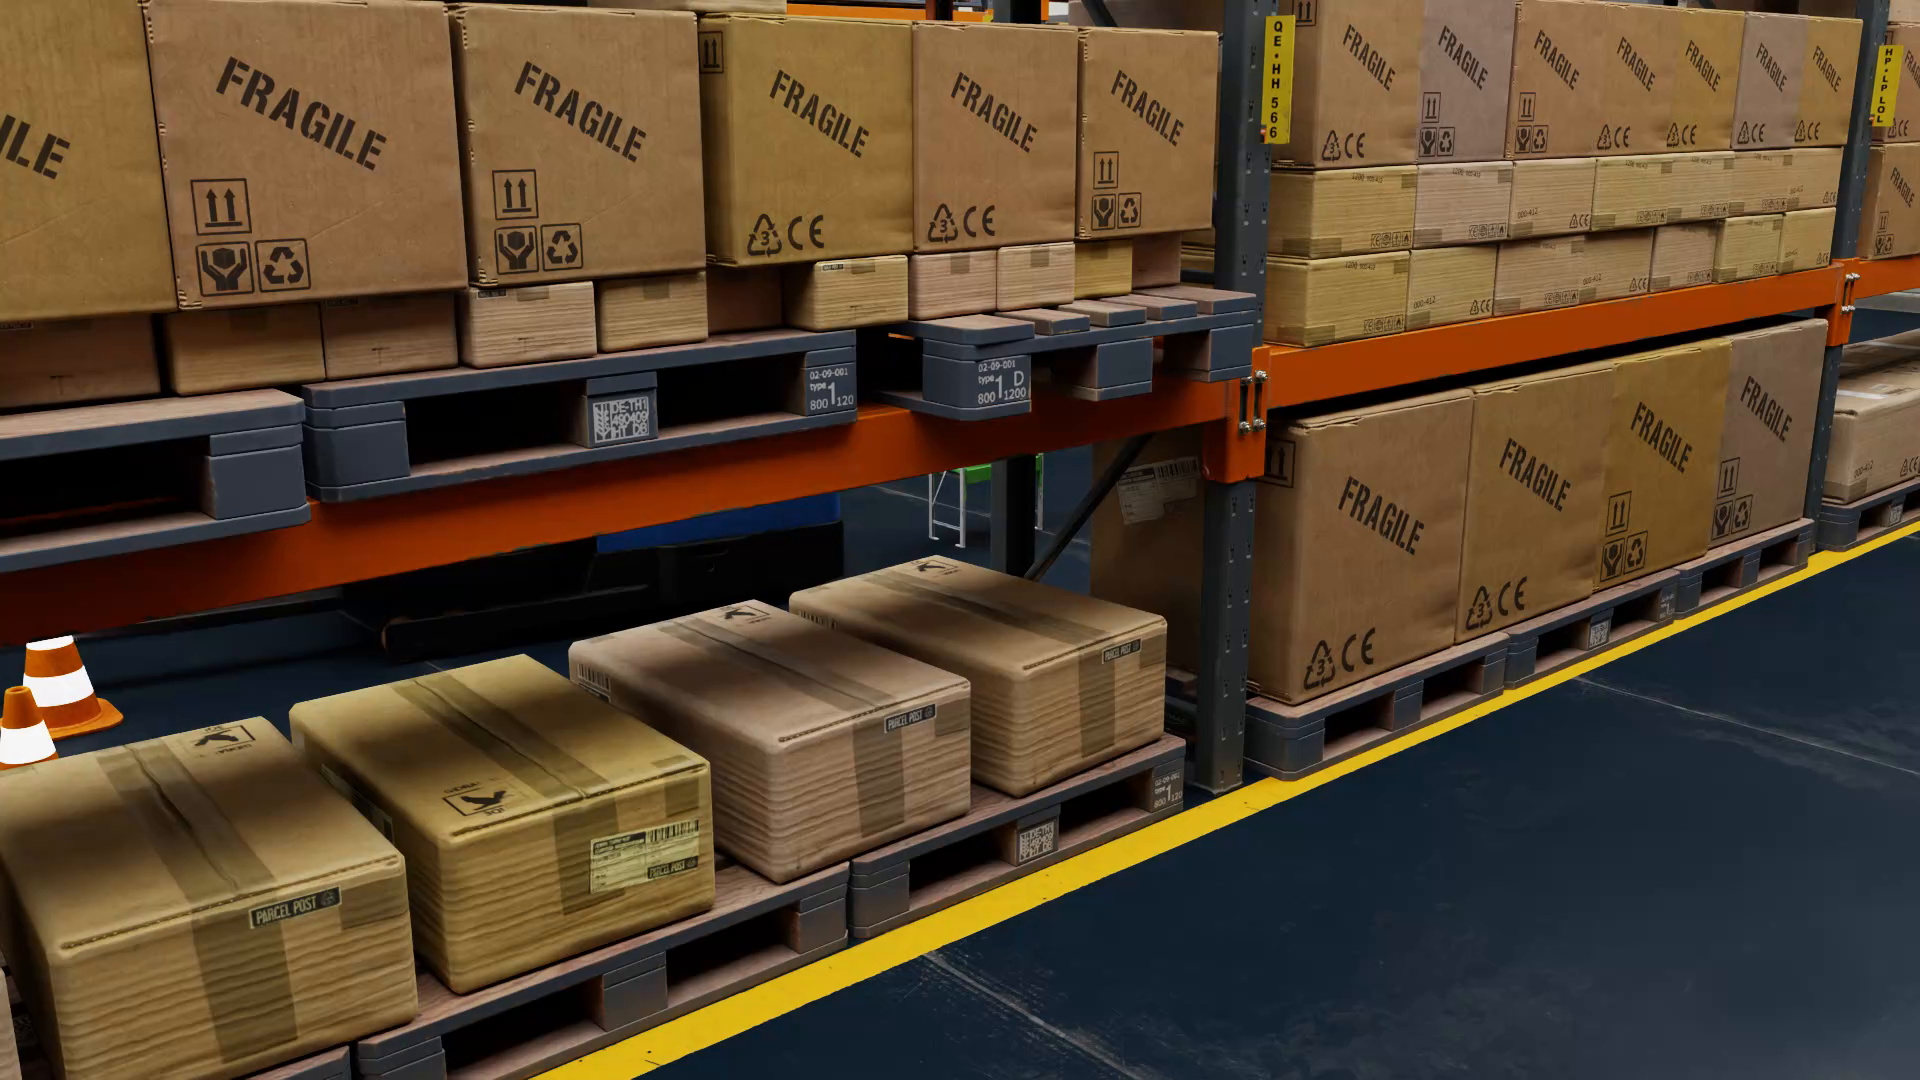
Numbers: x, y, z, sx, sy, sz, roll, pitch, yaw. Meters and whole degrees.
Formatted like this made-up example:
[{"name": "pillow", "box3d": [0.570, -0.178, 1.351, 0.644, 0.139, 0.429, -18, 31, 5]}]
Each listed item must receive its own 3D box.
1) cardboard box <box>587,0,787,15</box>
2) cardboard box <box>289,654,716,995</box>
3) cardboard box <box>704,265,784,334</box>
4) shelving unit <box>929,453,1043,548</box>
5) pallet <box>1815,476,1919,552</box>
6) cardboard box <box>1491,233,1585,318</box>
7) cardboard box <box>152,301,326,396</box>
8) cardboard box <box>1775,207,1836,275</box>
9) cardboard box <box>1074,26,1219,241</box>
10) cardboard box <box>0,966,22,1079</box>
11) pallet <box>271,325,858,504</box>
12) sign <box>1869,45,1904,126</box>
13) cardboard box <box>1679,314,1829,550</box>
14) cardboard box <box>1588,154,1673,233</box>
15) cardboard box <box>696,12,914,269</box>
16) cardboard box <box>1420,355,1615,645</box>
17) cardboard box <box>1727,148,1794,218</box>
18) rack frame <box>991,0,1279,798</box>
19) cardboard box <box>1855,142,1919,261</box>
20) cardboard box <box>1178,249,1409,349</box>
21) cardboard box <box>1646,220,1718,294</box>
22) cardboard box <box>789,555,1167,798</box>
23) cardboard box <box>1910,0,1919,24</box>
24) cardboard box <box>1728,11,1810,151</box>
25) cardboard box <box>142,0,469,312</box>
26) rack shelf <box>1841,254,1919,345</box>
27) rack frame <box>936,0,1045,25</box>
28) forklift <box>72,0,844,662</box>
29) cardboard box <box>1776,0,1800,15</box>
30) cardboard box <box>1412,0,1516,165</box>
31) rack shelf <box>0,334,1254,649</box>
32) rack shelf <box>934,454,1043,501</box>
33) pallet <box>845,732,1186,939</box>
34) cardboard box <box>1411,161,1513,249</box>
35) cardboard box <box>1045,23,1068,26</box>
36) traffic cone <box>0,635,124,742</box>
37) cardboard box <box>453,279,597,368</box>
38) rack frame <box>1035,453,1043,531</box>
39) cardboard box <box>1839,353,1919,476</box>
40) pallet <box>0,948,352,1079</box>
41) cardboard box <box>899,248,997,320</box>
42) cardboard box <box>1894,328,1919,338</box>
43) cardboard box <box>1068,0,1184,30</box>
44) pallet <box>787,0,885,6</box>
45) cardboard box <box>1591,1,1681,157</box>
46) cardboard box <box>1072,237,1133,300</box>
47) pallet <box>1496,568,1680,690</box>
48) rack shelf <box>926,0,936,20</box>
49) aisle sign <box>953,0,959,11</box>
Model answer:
[{"name": "cardboard box", "box3d": [-0.577, -1.172, 3.485, 0.250, 0.149, 0.380, -14, 20, -42]}, {"name": "cardboard box", "box3d": [-1.088, 0.618, 3.901, 0.625, 0.372, 0.950, -12, 19, -38]}, {"name": "cardboard box", "box3d": [-0.602, -0.557, 3.695, 0.250, 0.149, 0.380, -12, 19, -39]}, {"name": "shelving unit", "box3d": [0.125, -0.608, 7.700, 0.503, 1.200, 0.258, -13, 19, -39]}, {"name": "pallet", "box3d": [4.115, -0.240, 8.240, 1.213, 0.211, 1.003, -13, 19, -39]}, {"name": "cardboard box", "box3d": [1.782, -0.936, 5.731, 0.500, 0.250, 0.500, -12, 19, -38]}, {"name": "cardboard box", "box3d": [-1.342, -0.371, 2.999, 0.250, 0.149, 0.380, -12, 19, -39]}, {"name": "cardboard box", "box3d": [3.317, -1.276, 7.006, 0.500, 0.250, 0.500, -13, 20, -41]}, {"name": "cardboard box", "box3d": [0.312, -1.060, 4.321, 0.500, 0.500, 0.500, -13, 20, -41]}, {"name": "cardboard box", "box3d": [-2.151, 0.859, 3.000, 0.625, 0.372, 0.950, -12, 19, -39]}, {"name": "pallet", "box3d": [-0.994, -0.360, 3.657, 1.213, 0.211, 1.003, -13, 19, -39]}, {"name": "sign", "box3d": [3.853, -1.891, 6.926, 0.005, 0.325, 0.100, -13, 19, -39]}, {"name": "cardboard box", "box3d": [3.074, -0.529, 7.223, 0.875, 0.875, 0.875, -12, 19, -38]}, {"name": "cardboard box", "box3d": [2.182, -1.256, 5.960, 0.500, 0.250, 0.500, -12, 19, -38]}, {"name": "cardboard box", "box3d": [-0.451, -0.884, 3.665, 0.500, 0.500, 0.500, -14, 21, -43]}, {"name": "cardboard box", "box3d": [1.723, -0.224, 6.078, 0.875, 0.875, 0.875, -12, 19, -39]}, {"name": "cardboard box", "box3d": [2.944, -1.435, 6.630, 0.500, 0.250, 0.500, -12, 19, -38]}, {"name": "rack frame", "box3d": [0.472, -0.796, 4.918, 0.127, 3.000, 1.000, -13, 19, -39]}, {"name": "cardboard box", "box3d": [4.016, -1.551, 7.548, 0.500, 0.500, 0.500, -12, 19, -38]}, {"name": "cardboard box", "box3d": [1.006, -0.758, 5.064, 0.500, 0.250, 0.500, -13, 20, -40]}, {"name": "cardboard box", "box3d": [2.539, -1.108, 6.377, 0.500, 0.250, 0.500, -13, 20, -41]}, {"name": "cardboard box", "box3d": [0.039, 0.364, 4.852, 0.625, 0.372, 0.950, -14, 21, -43]}, {"name": "cardboard box", "box3d": [4.081, -2.368, 7.414, 0.250, 0.149, 0.380, -12, 19, -39]}, {"name": "cardboard box", "box3d": [2.932, -1.791, 6.513, 0.500, 0.500, 0.500, -12, 19, -38]}, {"name": "cardboard box", "box3d": [-1.244, -0.703, 2.985, 0.500, 0.500, 0.500, -13, 20, -40]}, {"name": "rack shelf", "box3d": [4.998, -1.465, 8.816, 4.000, 0.370, 1.077, -13, 19, -39]}, {"name": "rack frame", "box3d": [0.164, -2.420, 10.998, 0.127, 3.000, 1.000, -13, 19, -39]}, {"name": "forklift", "box3d": [-2.025, -1.126, 6.284, 3.031, 2.935, 1.130, -8, 17, -28]}, {"name": "cardboard box", "box3d": [3.783, -2.456, 7.744, 0.250, 0.149, 0.380, -12, 19, -38]}, {"name": "cardboard box", "box3d": [1.373, -1.449, 5.232, 0.500, 0.500, 0.500, -13, 19, -39]}, {"name": "rack shelf", "box3d": [-1.037, -0.110, 3.742, 4.000, 0.370, 1.077, -13, 19, -39]}, {"name": "rack shelf", "box3d": [0.125, -0.314, 7.779, 0.480, 0.148, 0.258, -13, 19, -39]}, {"name": "pallet", "box3d": [-0.118, 0.683, 4.783, 1.213, 0.211, 1.003, -13, 19, -39]}, {"name": "cardboard box", "box3d": [1.407, -1.090, 5.341, 0.500, 0.250, 0.500, -12, 19, -38]}, {"name": "cardboard box", "box3d": [0.664, -3.124, 10.926, 0.500, 0.500, 0.500, -12, 19, -38]}, {"name": "traffic cone", "box3d": [-2.967, 0.381, 5.428, 0.334, 0.463, 0.336, -13, 19, -39]}, {"name": "cardboard box", "box3d": [-0.920, -0.447, 3.286, 0.250, 0.149, 0.380, -12, 19, -37]}, {"name": "rack frame", "box3d": [0.309, -0.649, 7.855, 0.015, 1.200, 0.240, -13, 19, -39]}, {"name": "cardboard box", "box3d": [4.709, -0.676, 8.619, 0.875, 0.438, 0.875, -13, 20, -41]}, {"name": "pallet", "box3d": [-1.959, 1.097, 3.236, 1.213, 0.211, 1.003, -13, 19, -39]}, {"name": "cardboard box", "box3d": [-0.131, -0.624, 3.948, 0.250, 0.149, 0.380, -14, 20, -42]}, {"name": "cardboard box", "box3d": [6.075, -0.985, 9.776, 0.875, 0.438, 0.875, -14, 20, -41]}, {"name": "cardboard box", "box3d": [0.690, -1.466, 5.294, 0.500, 0.500, 0.500, -13, 20, -41]}, {"name": "pallet", "box3d": [-1.472, -5.151, 15.583, 1.213, 0.211, 1.003, -13, 19, -39]}, {"name": "cardboard box", "box3d": [2.156, -1.619, 5.866, 0.500, 0.500, 0.500, -12, 19, -38]}, {"name": "cardboard box", "box3d": [0.225, -0.717, 4.294, 0.250, 0.149, 0.380, -12, 19, -39]}, {"name": "pallet", "box3d": [2.036, 0.227, 6.492, 1.213, 0.211, 1.003, -13, 19, -39]}, {"name": "rack shelf", "box3d": [-1.345, -3.183, 9.436, 4.000, 0.370, 1.077, -13, 19, -39]}, {"name": "aisle sign", "box3d": [-0.141, -5.407, 17.143, 0.004, 0.787, 0.394, -13, 19, -39]}]
